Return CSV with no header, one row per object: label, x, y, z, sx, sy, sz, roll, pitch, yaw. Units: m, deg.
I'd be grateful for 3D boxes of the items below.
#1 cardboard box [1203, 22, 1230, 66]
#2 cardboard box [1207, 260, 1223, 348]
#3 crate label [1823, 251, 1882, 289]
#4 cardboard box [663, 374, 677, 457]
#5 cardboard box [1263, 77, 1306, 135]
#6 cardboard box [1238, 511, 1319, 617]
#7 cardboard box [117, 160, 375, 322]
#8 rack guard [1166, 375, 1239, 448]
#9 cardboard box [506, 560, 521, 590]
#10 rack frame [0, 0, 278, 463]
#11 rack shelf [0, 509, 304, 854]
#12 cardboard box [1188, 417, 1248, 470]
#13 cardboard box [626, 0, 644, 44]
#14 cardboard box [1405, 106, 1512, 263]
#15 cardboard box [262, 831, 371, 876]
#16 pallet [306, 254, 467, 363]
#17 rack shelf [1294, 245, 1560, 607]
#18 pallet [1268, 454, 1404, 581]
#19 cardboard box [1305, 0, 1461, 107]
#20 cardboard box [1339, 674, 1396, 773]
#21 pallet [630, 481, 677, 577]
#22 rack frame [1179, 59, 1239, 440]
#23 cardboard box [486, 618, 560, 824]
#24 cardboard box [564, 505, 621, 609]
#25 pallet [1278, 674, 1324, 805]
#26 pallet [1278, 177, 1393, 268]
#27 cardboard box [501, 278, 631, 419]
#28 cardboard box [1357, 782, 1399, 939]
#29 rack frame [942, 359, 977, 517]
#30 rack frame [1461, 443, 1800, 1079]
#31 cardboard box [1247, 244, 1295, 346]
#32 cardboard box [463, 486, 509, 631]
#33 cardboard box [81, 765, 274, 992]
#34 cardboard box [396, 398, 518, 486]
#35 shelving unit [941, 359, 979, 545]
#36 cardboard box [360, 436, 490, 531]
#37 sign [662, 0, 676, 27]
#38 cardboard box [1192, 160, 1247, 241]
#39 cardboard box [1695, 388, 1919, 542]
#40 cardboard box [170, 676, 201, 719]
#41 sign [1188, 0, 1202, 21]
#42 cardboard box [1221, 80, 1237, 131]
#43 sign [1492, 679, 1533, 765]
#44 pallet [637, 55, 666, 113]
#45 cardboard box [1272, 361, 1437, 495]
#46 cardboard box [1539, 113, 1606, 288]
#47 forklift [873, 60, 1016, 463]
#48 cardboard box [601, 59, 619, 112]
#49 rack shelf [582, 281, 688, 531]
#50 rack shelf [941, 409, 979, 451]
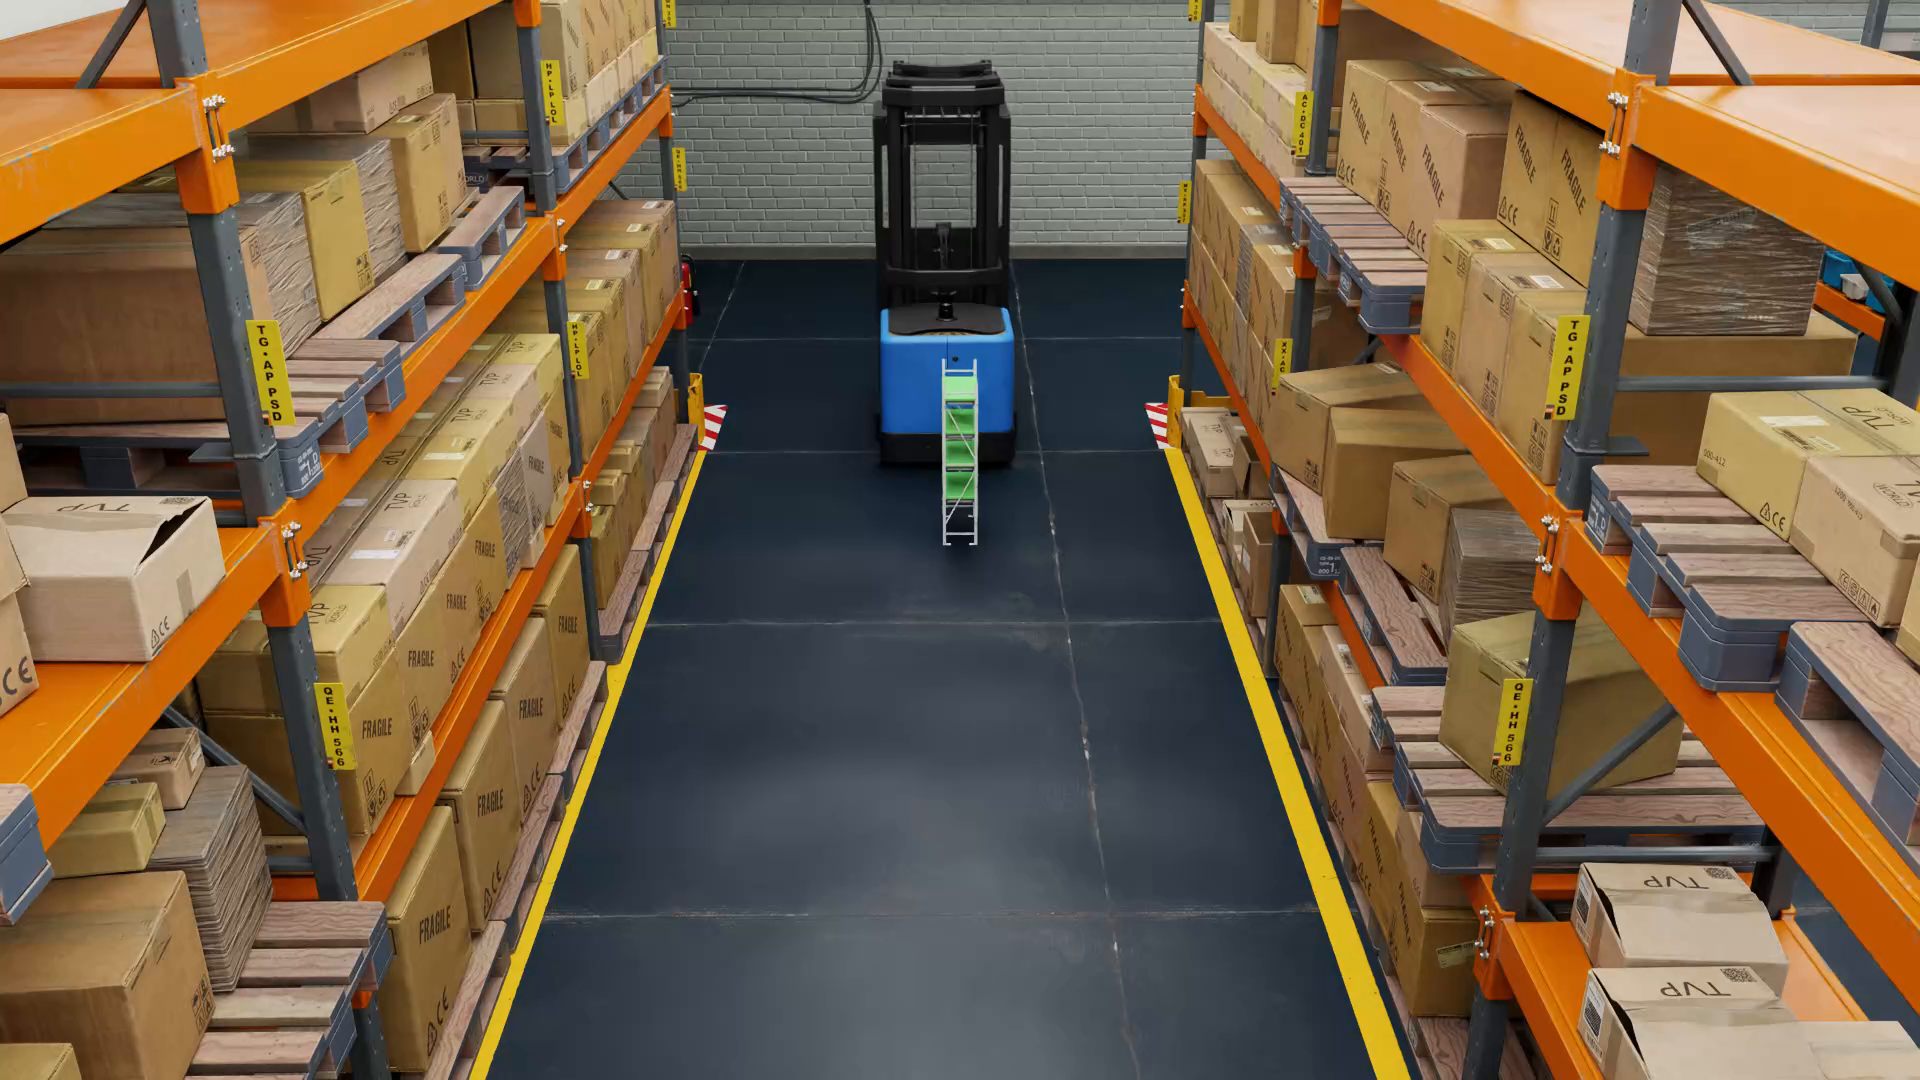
cardboard box,2.021,-3.524,11.836,0.500,0.250,0.500,0,24,-1
cardboard box,2.030,-1.652,11.642,0.500,0.500,0.500,0,24,-1
crate label,6.902,-2.079,12.837,0.416,0.233,0.303,0,24,-1
cardboard box,-2.570,-0.951,12.736,0.700,0.500,0.500,0,24,-1
cardboard box,2.040,-2.493,9.558,0.500,0.250,0.500,0,24,-1
cardboard box,2.029,0.143,10.293,0.500,0.500,0.500,0,24,-1
cardboard box,-2.704,-1.148,6.354,0.700,0.500,0.500,1,24,2
rack guard,2.277,-1.040,13.443,1.175,0.500,0.348,0,24,-1
cardboard box,-2.365,0.126,8.113,0.380,0.149,0.250,0,24,-1
rack frame,-2.590,-1.623,4.419,1.000,3.000,0.127,0,24,-1
rack shelf,-2.569,0.895,3.364,1.077,0.370,4.000,0,24,-1
cardboard box,2.003,-0.727,12.519,0.500,0.250,0.500,0,24,-1
cardboard box,-2.402,-3.557,10.975,0.500,0.500,0.500,0,24,1
cardboard box,2.268,-1.454,6.932,0.600,0.600,0.600,-1,24,-3
cardboard box,-2.362,1.079,6.005,0.380,0.149,0.250,-1,24,-1
pallet,-2.666,-0.896,6.681,1.003,0.211,1.213,1,24,2
rack shelf,2.341,-0.777,7.061,1.077,0.370,4.000,0,24,-1
pallet,2.219,-0.145,8.663,1.003,0.211,1.213,0,24,-1
cardboard box,2.276,-2.630,8.950,0.700,0.500,0.500,0,24,-1
cardboard box,2.098,0.854,7.811,0.500,0.250,0.500,-1,24,-2
pallet,-2.580,-0.085,11.682,1.003,0.211,1.213,0,24,-1
rack frame,2.276,-2.210,12.997,1.000,3.000,0.127,0,24,-1
cardboard box,-2.484,0.883,8.256,0.750,0.750,0.750,0,24,1
cardboard box,-2.540,0.101,10.411,0.700,0.500,0.500,0,24,0
pallet,2.366,1.044,9.187,1.003,0.211,1.213,0,24,-1
pallet,2.256,-1.574,8.178,1.213,0.211,1.003,0,24,-1
cardboard box,-2.626,-1.199,10.398,0.980,0.700,0.700,-1,24,-2
cardboard box,2.113,1.427,7.454,0.500,0.500,0.500,-1,24,-2
rack frame,-0.004,-0.715,11.876,0.240,1.200,0.015,0,24,-1
rack frame,2.363,1.086,5.708,1.000,3.000,0.127,0,24,-1
cardboard box,2.047,-1.481,10.051,0.500,0.500,0.500,-1,24,-2
cardboard box,-2.354,0.084,7.418,0.500,0.500,0.500,0,24,1
cardboard box,-2.575,1.058,5.116,0.700,0.500,0.500,-3,25,-7
cardboard box,-2.372,-0.458,7.706,0.500,0.250,0.500,0,24,0
shelving unit,-0.002,-0.615,11.654,0.258,1.200,0.503,0,24,-1
cardboard box,-2.365,-0.248,7.241,0.500,0.250,0.500,-1,24,-2
sign,-2.135,-3.917,12.153,0.100,0.325,0.005,0,24,-1
cardboard box,2.017,-2.527,12.363,0.500,0.500,0.500,0,24,1
cardboard box,2.424,-0.217,4.622,0.500,0.250,0.500,-2,24,-4
cardboard box,-2.855,0.392,5.826,0.500,0.250,0.500,0,24,1
sign,1.733,-3.973,12.193,0.100,0.325,0.005,0,24,-1
cardboard box,2.027,-2.884,11.028,0.500,0.250,0.500,0,24,-1
sign,1.820,0.601,5.472,0.100,0.325,0.005,0,24,-1
pallet,-2.659,-3.207,11.669,1.003,0.211,1.213,0,24,-1
cardboard box,2.101,-0.603,8.812,0.700,0.500,0.500,-9,26,-18
cardboard box,2.359,-1.172,5.726,0.500,0.500,0.500,0,24,-1
forklift,-0.153,-2.498,13.717,1.130,2.935,3.031,-1,24,-2
cardboard box,-2.382,-2.781,10.169,0.500,0.250,0.500,-1,24,-2
rack shelf,-2.656,-1.035,11.270,1.077,0.370,4.000,0,24,-1
rack shelf,-0.002,-0.775,11.581,0.258,0.148,0.480,0,24,-1
